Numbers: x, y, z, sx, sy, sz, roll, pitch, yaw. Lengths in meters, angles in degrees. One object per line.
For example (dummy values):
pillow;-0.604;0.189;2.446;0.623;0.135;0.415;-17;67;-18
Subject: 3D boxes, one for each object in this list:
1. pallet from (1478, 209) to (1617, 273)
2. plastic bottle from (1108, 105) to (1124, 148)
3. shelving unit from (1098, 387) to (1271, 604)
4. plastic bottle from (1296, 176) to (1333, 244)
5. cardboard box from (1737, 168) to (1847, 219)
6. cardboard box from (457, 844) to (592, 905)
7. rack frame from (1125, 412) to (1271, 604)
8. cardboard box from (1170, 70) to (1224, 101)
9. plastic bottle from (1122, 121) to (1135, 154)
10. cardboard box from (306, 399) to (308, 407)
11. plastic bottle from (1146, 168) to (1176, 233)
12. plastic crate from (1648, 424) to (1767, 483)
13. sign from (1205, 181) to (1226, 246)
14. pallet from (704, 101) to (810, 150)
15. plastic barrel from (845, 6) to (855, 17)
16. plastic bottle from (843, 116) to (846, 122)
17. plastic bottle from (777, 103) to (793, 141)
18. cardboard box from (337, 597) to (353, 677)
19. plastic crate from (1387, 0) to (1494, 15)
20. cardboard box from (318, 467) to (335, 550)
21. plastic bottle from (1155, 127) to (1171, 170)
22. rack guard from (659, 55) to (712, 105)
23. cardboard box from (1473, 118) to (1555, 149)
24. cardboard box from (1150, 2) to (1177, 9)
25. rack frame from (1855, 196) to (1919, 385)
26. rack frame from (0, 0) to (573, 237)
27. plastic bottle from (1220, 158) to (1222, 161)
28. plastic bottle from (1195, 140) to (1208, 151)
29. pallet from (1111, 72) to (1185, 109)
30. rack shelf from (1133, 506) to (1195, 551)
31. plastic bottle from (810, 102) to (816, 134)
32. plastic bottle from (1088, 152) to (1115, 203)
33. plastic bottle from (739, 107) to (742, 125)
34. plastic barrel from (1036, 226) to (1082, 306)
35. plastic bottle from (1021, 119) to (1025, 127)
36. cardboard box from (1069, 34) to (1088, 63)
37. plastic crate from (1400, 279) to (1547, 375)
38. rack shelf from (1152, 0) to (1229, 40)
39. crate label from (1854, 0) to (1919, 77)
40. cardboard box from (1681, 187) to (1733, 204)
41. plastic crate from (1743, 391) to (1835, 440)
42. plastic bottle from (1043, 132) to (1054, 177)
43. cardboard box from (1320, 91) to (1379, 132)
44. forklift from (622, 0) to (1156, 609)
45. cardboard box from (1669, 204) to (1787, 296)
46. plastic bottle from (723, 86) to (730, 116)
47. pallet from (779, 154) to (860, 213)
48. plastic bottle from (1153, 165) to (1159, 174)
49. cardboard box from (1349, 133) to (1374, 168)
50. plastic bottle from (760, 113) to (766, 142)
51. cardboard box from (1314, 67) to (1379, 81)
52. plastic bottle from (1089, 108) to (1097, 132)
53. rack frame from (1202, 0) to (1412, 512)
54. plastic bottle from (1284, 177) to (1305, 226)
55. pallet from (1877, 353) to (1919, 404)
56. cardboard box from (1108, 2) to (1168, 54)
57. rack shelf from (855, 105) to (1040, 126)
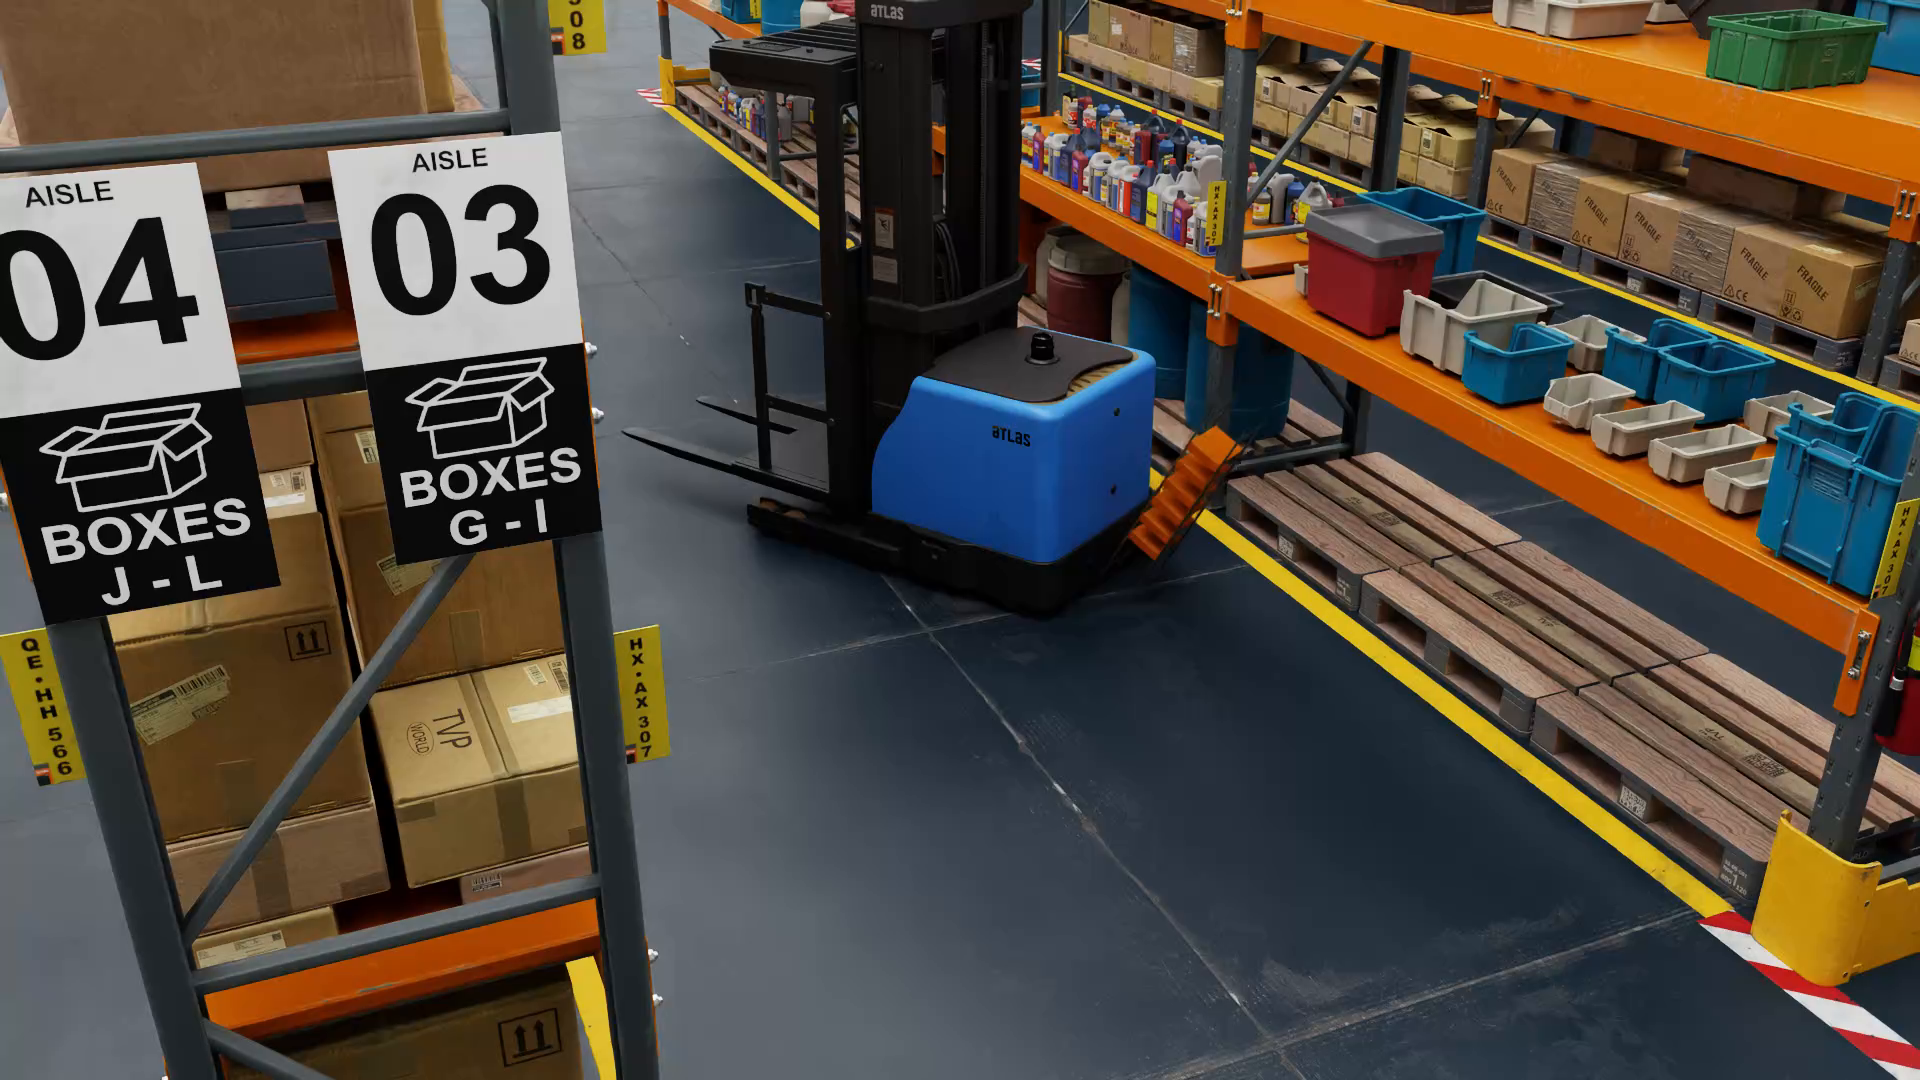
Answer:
pallet;5.046;-2.517;13.665;1.003;0.211;1.213;-11;28;-21
plastic bottle;1.051;-2.781;11.173;0.097;0.271;0.097;0;26;0
shelving unit;1.040;-0.192;7.830;0.189;1.200;0.258;42;41;15
plastic bottle;1.940;-1.806;9.086;0.144;0.351;0.185;-11;28;-21
cardboard box;5.998;-2.516;11.976;0.500;0.250;0.500;-11;28;-20
cardboard box;-1.031;0.765;4.051;0.380;0.149;0.250;-10;28;-20
rack frame;1.105;-0.132;7.807;0.006;1.200;0.240;42;41;15
cardboard box;2.652;-4.999;18.226;0.500;0.250;0.500;-11;28;-21
plastic bottle;1.127;-2.671;11.027;0.097;0.201;0.097;0;26;0
cardboard box;-2.144;-0.823;5.995;0.500;0.500;0.500;-10;28;-20
plastic bottle;1.134;-1.906;9.292;0.144;0.351;0.185;-11;28;-21
plastic crate;2.776;-0.325;6.229;0.396;0.136;0.243;-11;28;-21
sign;1.288;-1.644;8.384;0.100;0.325;0.005;-11;28;-21
pallet;-2.044;-4.362;17.443;1.003;0.211;1.213;-11;28;-21
plastic barrel;-0.708;-4.010;13.389;0.433;0.535;0.433;0;26;0
plastic bottle;-1.139;-4.070;16.354;0.097;0.201;0.097;0;26;0
plastic bottle;-1.722;-4.086;16.218;0.144;0.351;0.185;-11;28;-21
cardboard box;-2.027;0.225;4.701;0.500;0.250;0.500;-12;28;-22
plastic crate;2.029;-2.354;6.883;0.497;0.269;0.590;-11;28;-21
cardboard box;-1.747;-0.076;5.319;0.500;0.250;0.500;-11;28;-22
plastic bottle;1.296;-2.486;10.555;0.061;0.283;0.133;-11;28;-21
rack guard;-2.831;-5.312;19.061;1.175;0.500;0.348;-11;28;-21
cardboard box;4.853;-3.545;14.608;0.500;0.311;0.500;-10;28;-19
cardboard box;2.544;-6.031;19.485;0.500;0.500;0.500;-11;28;-21
rack frame;6.354;-2.463;10.376;1.000;3.000;0.127;-11;28;-21
rack frame;-1.196;-1.844;2.270;1.000;3.000;0.127;-11;28;-21
plastic bottle;1.602;-2.184;9.946;0.152;0.276;0.135;-11;28;-21
plastic bottle;1.491;-2.327;10.244;0.097;0.271;0.097;0;26;0
pallet;2.467;-5.261;19.285;1.003;0.211;1.213;-11;28;-21
rack shelf;0.977;-0.082;7.935;0.180;0.103;0.258;42;41;15
plastic bottle;-1.405;-4.223;16.498;0.144;0.351;0.185;-11;28;-21
plastic bottle;0.859;-2.161;9.898;0.152;0.276;0.135;-11;28;-21
plastic bottle;-2.188;-4.311;16.849;0.097;0.201;0.097;0;26;0
plastic barrel;0.739;-1.892;11.564;0.421;0.512;0.421;0;26;0
plastic bottle;0.389;-2.751;11.193;0.097;0.201;0.097;0;26;0
cardboard box;1.660;-6.006;20.288;0.500;0.250;0.500;-11;28;-21
plastic crate;2.224;-0.939;7.322;0.437;0.282;0.530;-11;28;-21
rack shelf;2.438;-6.177;18.803;1.077;0.370;4.000;-11;28;-21
crate label;3.298;-1.708;5.580;0.408;0.251;0.502;-11;28;-21
cardboard box;5.784;-2.396;12.585;0.500;0.500;0.500;-12;28;-23
plastic crate;3.253;-0.481;6.549;0.250;0.136;0.298;-11;28;-21
plastic bottle;0.573;-2.423;10.440;0.097;0.271;0.097;0;26;0
cardboard box;3.757;-4.068;15.679;0.500;0.311;0.500;-10;28;-19
forklift;-0.514;-1.477;8.435;3.031;2.935;1.130;17;31;31
cardboard box;5.516;-2.091;11.962;0.500;0.500;0.500;-10;28;-20
plastic bottle;-2.409;-4.555;17.256;0.061;0.283;0.133;-10;28;-20
pallet;-0.994;-3.280;15.227;1.003;0.211;1.213;-11;28;-21
plastic bottle;1.110;-2.040;9.655;0.097;0.271;0.097;0;26;0
cardboard box;3.958;-3.613;15.386;0.500;0.250;0.500;-10;28;-19
plastic bottle;-1.855;-4.061;16.167;0.144;0.351;0.185;-11;28;-22
cardboard box;3.853;-4.575;16.717;0.500;0.311;0.500;-10;28;-19
plastic bottle;0.937;-2.867;11.430;0.097;0.201;0.097;0;26;0
rack frame;1.795;-1.614;8.636;1.000;3.000;0.127;-11;28;-21
plastic bottle;1.892;-1.914;9.398;0.097;0.271;0.097;0;26;0
pallet;6.622;-0.933;10.420;1.003;0.211;1.213;-11;28;-21
cardboard box;2.066;-5.942;19.302;0.500;0.500;0.500;-11;28;-21
rack shelf;-0.554;-3.713;13.755;1.077;0.370;4.000;-11;28;-21
